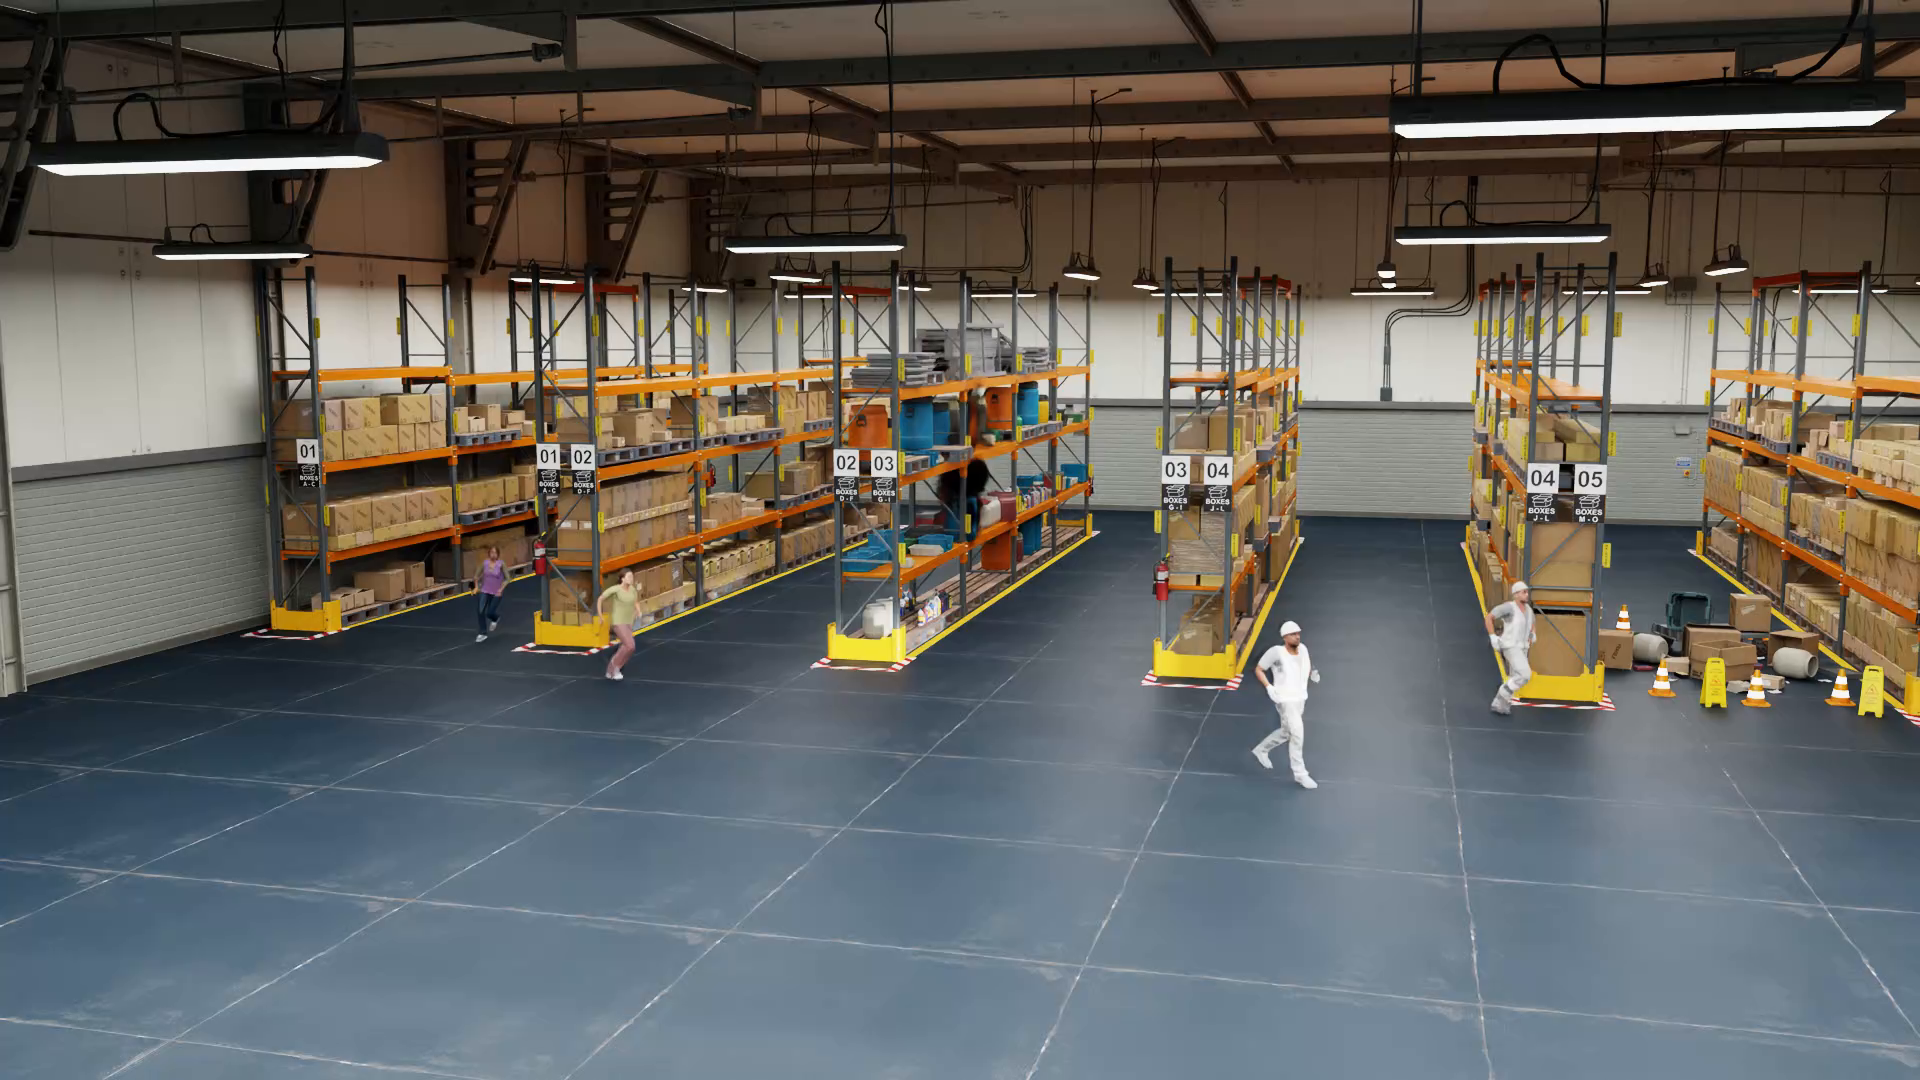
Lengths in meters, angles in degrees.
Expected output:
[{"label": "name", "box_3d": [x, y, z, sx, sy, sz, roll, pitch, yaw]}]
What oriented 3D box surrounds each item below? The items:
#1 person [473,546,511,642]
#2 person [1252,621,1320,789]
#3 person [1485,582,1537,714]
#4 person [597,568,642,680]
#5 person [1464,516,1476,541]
[{"label": "person", "box_3d": [-7.548, 0.851, 26.868, 0.584, 1.548, 0.542, 0, 7, 3]}, {"label": "person", "box_3d": [3.640, 1.783, 18.454, 0.647, 1.797, 0.926, -6, 9, -40]}, {"label": "person", "box_3d": [7.208, 1.407, 21.544, 0.700, 1.730, 0.598, -6, 9, -39]}, {"label": "person", "box_3d": [-4.802, 1.206, 23.661, 0.622, 1.592, 0.585, 4, 8, 31]}, {"label": "person", "box_3d": [12.292, -0.778, 38.955, 0.889, 1.671, 0.581, 1, 7, 10]}]
